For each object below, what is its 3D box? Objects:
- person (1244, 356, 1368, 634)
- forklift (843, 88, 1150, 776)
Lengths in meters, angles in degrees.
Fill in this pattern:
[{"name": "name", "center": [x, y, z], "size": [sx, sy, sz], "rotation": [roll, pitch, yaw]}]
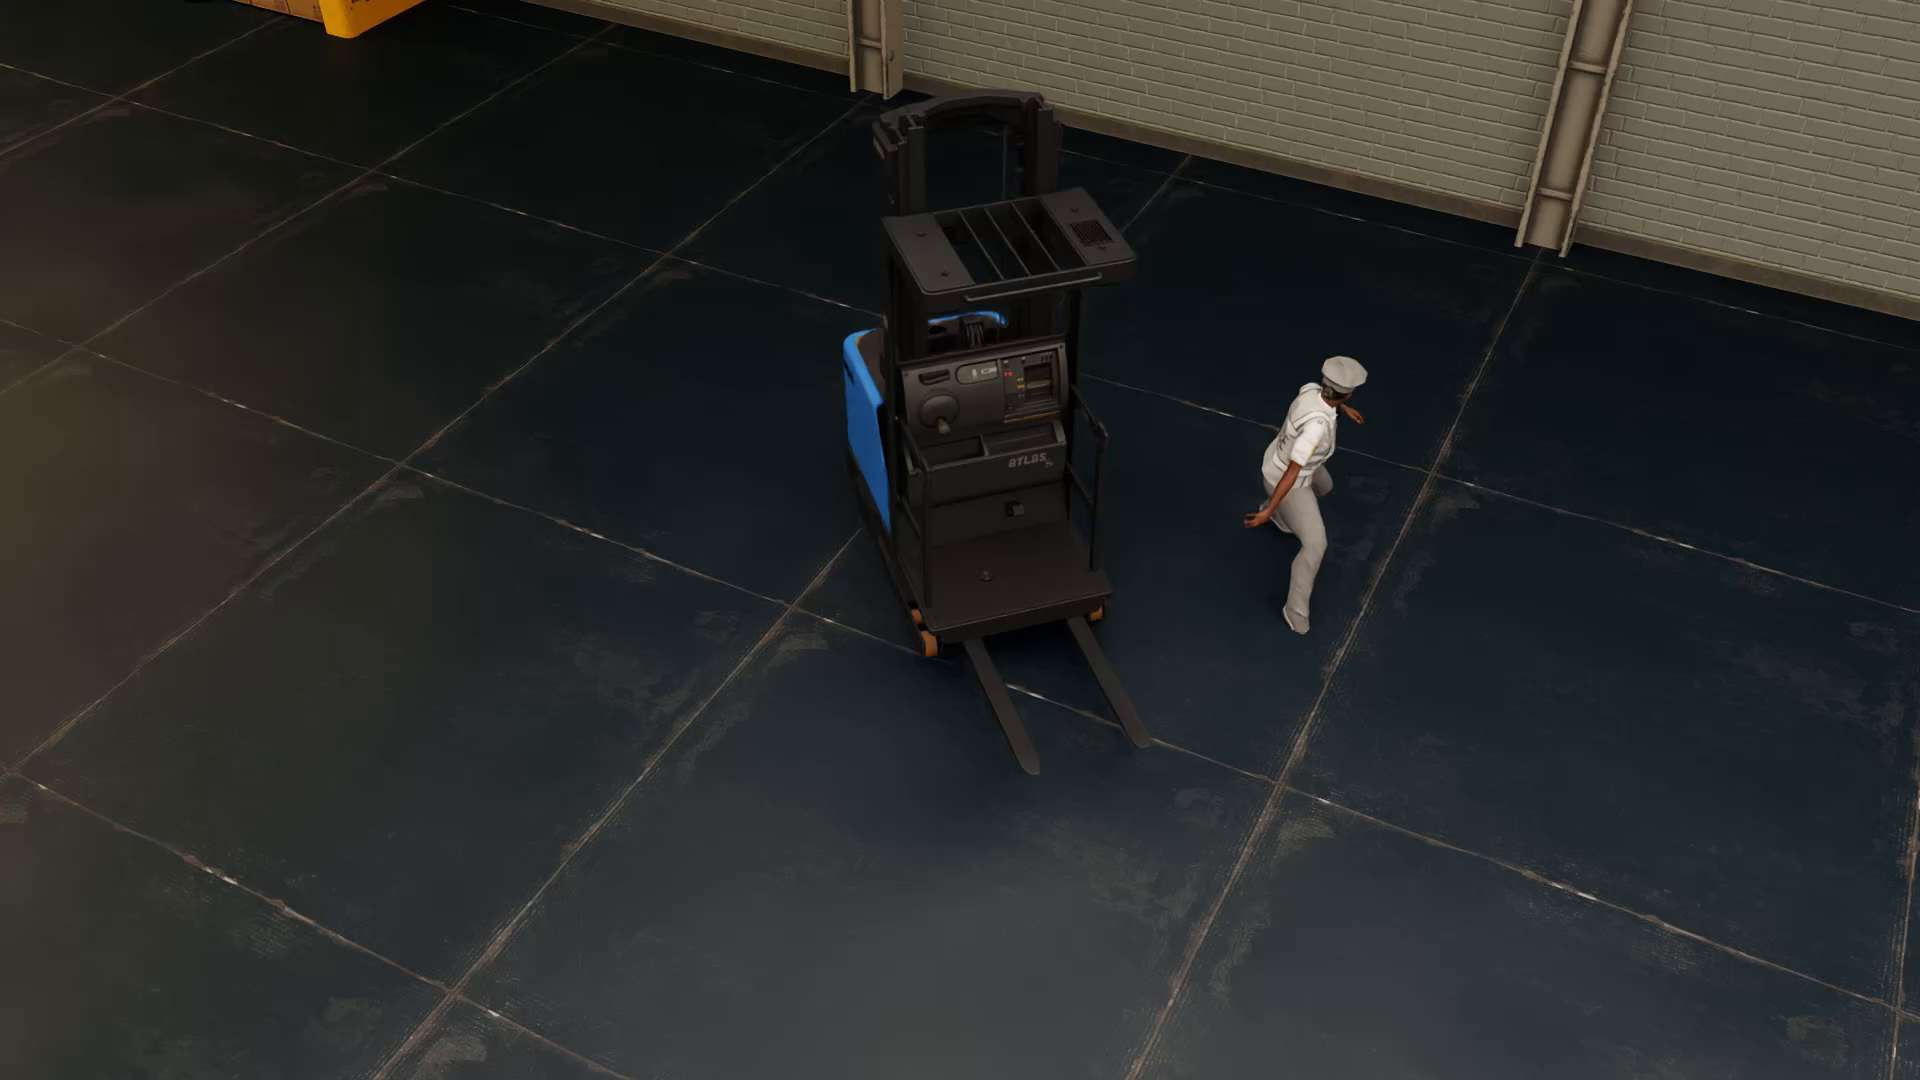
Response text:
[{"name": "person", "center": [1.970, -0.315, 9.555], "size": [0.532, 1.609, 1.030], "rotation": [11, 41, 13]}, {"name": "forklift", "center": [0.209, -0.743, 8.869], "size": [1.130, 2.935, 3.031], "rotation": [-12, 42, -14]}]
